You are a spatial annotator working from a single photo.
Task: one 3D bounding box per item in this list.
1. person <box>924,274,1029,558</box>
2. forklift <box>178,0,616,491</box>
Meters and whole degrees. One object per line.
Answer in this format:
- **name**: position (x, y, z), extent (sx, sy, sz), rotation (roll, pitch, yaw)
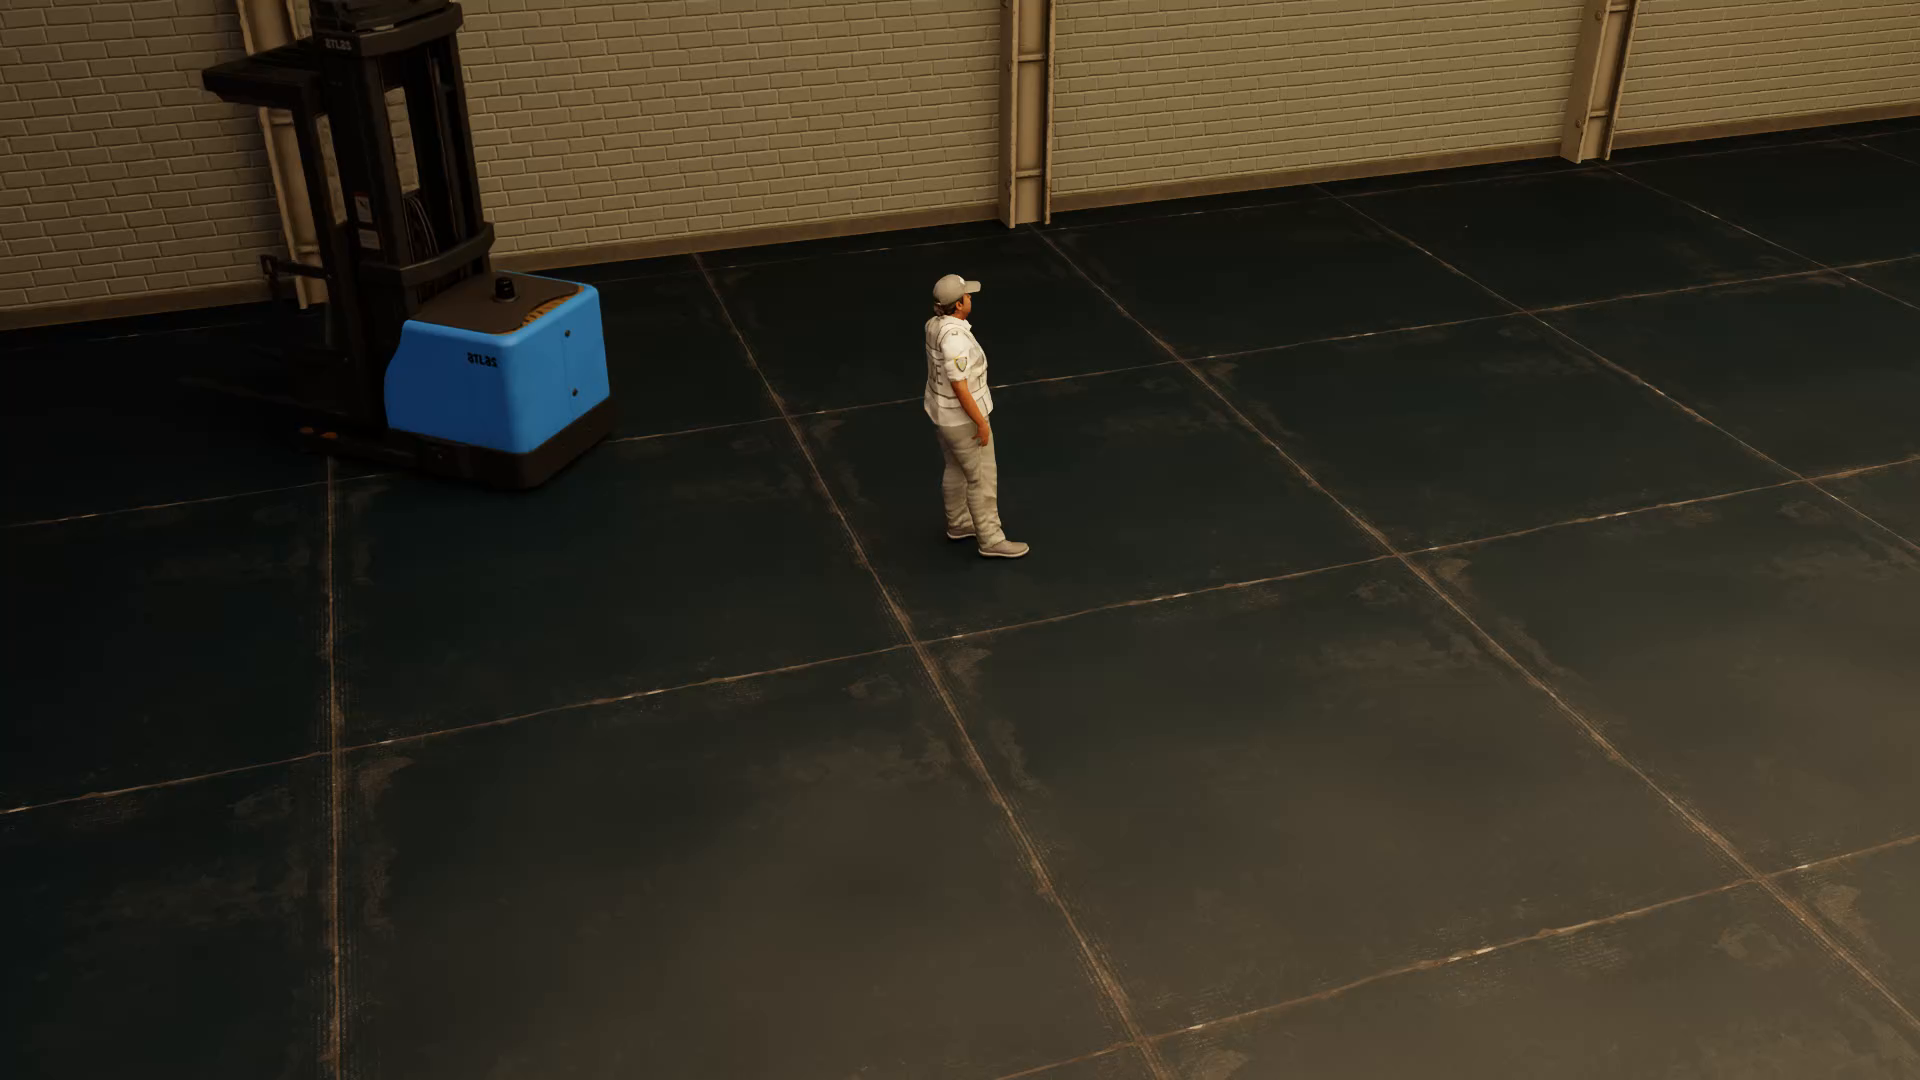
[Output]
- **person**: position (0.080, -0.730, 9.609), extent (0.529, 1.670, 0.598), rotation (-10, 31, -16)
- **forklift**: position (-3.886, -2.045, 10.642), extent (3.031, 2.935, 1.130), rotation (12, 32, 19)
